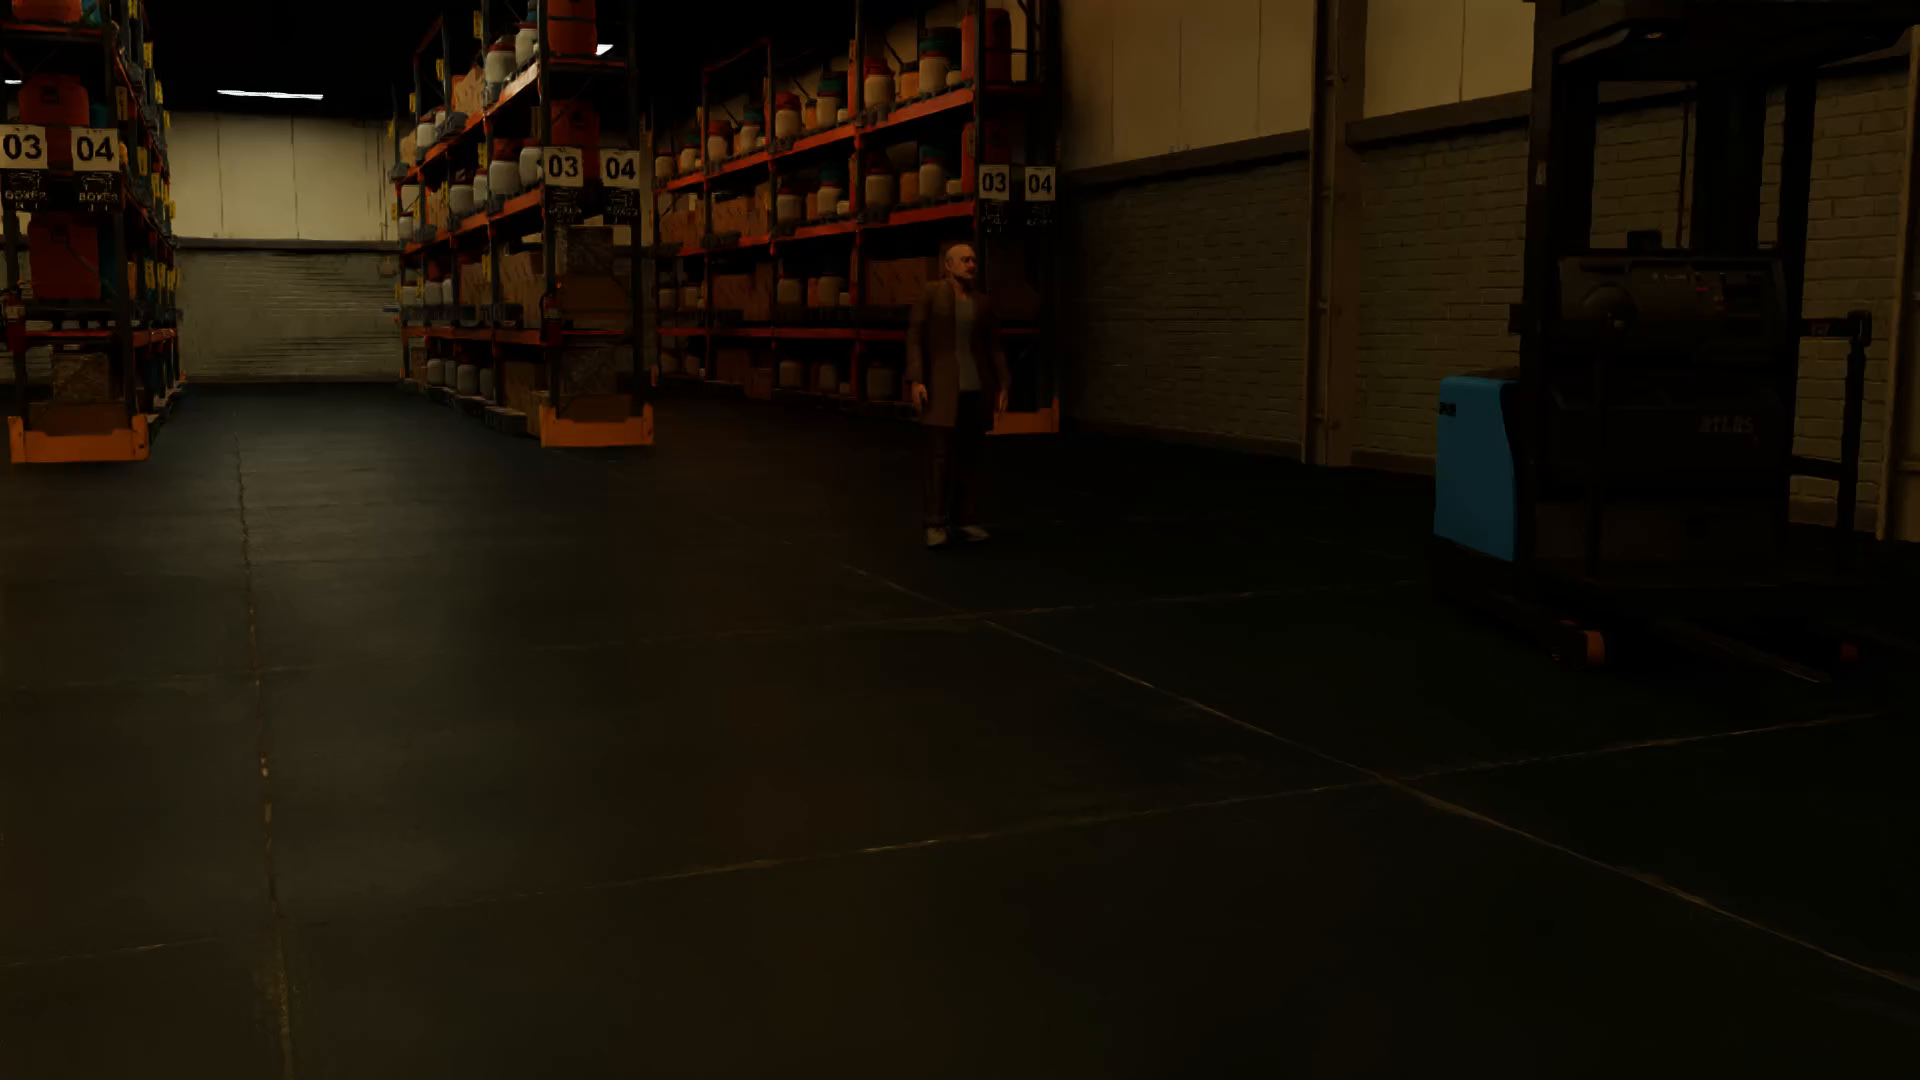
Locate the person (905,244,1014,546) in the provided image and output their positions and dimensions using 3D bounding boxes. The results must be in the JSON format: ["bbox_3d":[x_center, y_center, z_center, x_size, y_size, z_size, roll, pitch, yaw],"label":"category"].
[{"bbox_3d":[0.032,-0.878,9.952,0.694,1.776,0.580,-3,8,-23],"label":"person"}]

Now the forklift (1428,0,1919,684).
[{"bbox_3d":[2.877,-0.994,6.479,1.130,2.935,3.031,0,8,-4],"label":"forklift"}]
